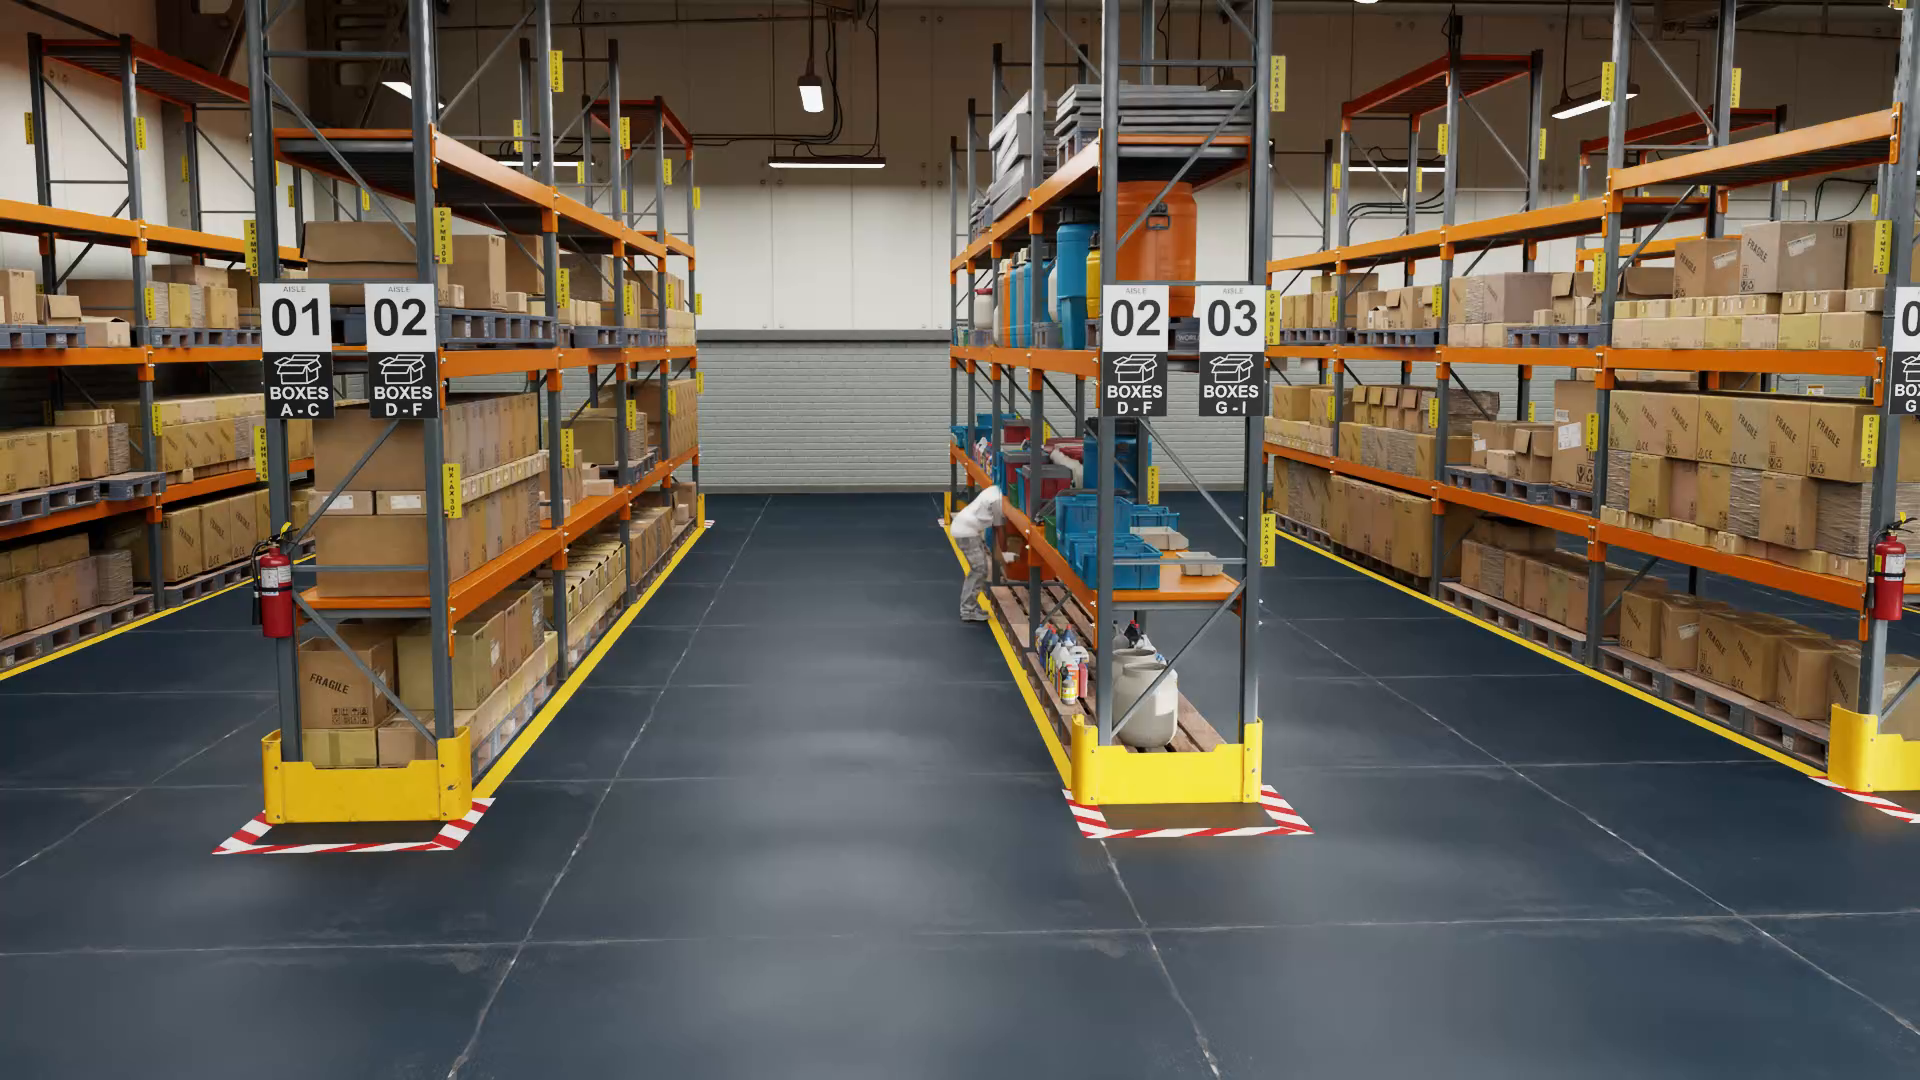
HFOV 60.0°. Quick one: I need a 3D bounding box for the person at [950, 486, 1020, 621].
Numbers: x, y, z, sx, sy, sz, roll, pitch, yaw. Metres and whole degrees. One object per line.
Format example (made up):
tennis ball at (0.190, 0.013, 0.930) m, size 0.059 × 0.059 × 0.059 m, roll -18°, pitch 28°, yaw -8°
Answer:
person at (0.310, 0.051, 17.259) m, size 0.822 × 1.537 × 0.492 m, roll -1°, pitch 7°, yaw -5°
